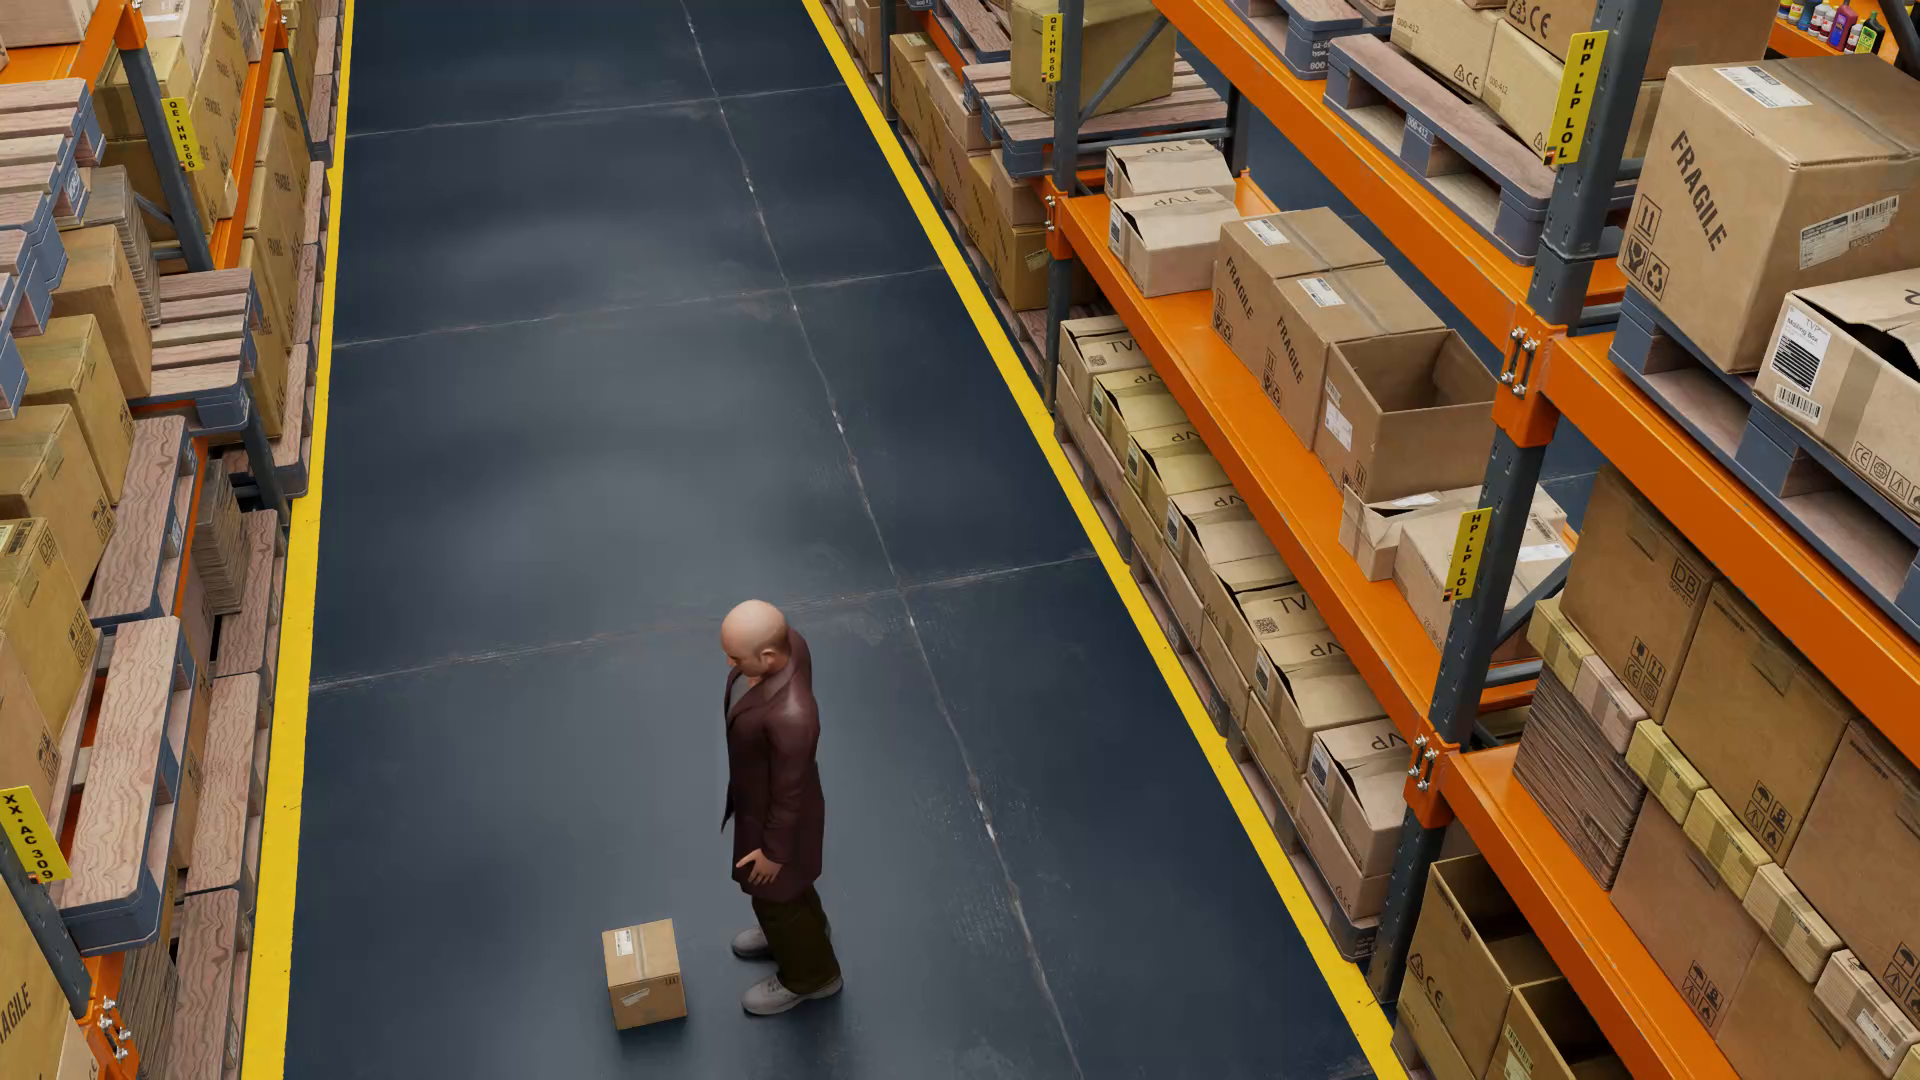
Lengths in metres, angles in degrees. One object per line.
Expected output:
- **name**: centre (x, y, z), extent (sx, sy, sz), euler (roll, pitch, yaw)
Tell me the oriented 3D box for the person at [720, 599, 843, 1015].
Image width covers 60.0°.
- **person**: centre (-0.631, 0.900, 5.577), extent (0.378, 1.773, 0.564), euler (-9, 39, -11)
